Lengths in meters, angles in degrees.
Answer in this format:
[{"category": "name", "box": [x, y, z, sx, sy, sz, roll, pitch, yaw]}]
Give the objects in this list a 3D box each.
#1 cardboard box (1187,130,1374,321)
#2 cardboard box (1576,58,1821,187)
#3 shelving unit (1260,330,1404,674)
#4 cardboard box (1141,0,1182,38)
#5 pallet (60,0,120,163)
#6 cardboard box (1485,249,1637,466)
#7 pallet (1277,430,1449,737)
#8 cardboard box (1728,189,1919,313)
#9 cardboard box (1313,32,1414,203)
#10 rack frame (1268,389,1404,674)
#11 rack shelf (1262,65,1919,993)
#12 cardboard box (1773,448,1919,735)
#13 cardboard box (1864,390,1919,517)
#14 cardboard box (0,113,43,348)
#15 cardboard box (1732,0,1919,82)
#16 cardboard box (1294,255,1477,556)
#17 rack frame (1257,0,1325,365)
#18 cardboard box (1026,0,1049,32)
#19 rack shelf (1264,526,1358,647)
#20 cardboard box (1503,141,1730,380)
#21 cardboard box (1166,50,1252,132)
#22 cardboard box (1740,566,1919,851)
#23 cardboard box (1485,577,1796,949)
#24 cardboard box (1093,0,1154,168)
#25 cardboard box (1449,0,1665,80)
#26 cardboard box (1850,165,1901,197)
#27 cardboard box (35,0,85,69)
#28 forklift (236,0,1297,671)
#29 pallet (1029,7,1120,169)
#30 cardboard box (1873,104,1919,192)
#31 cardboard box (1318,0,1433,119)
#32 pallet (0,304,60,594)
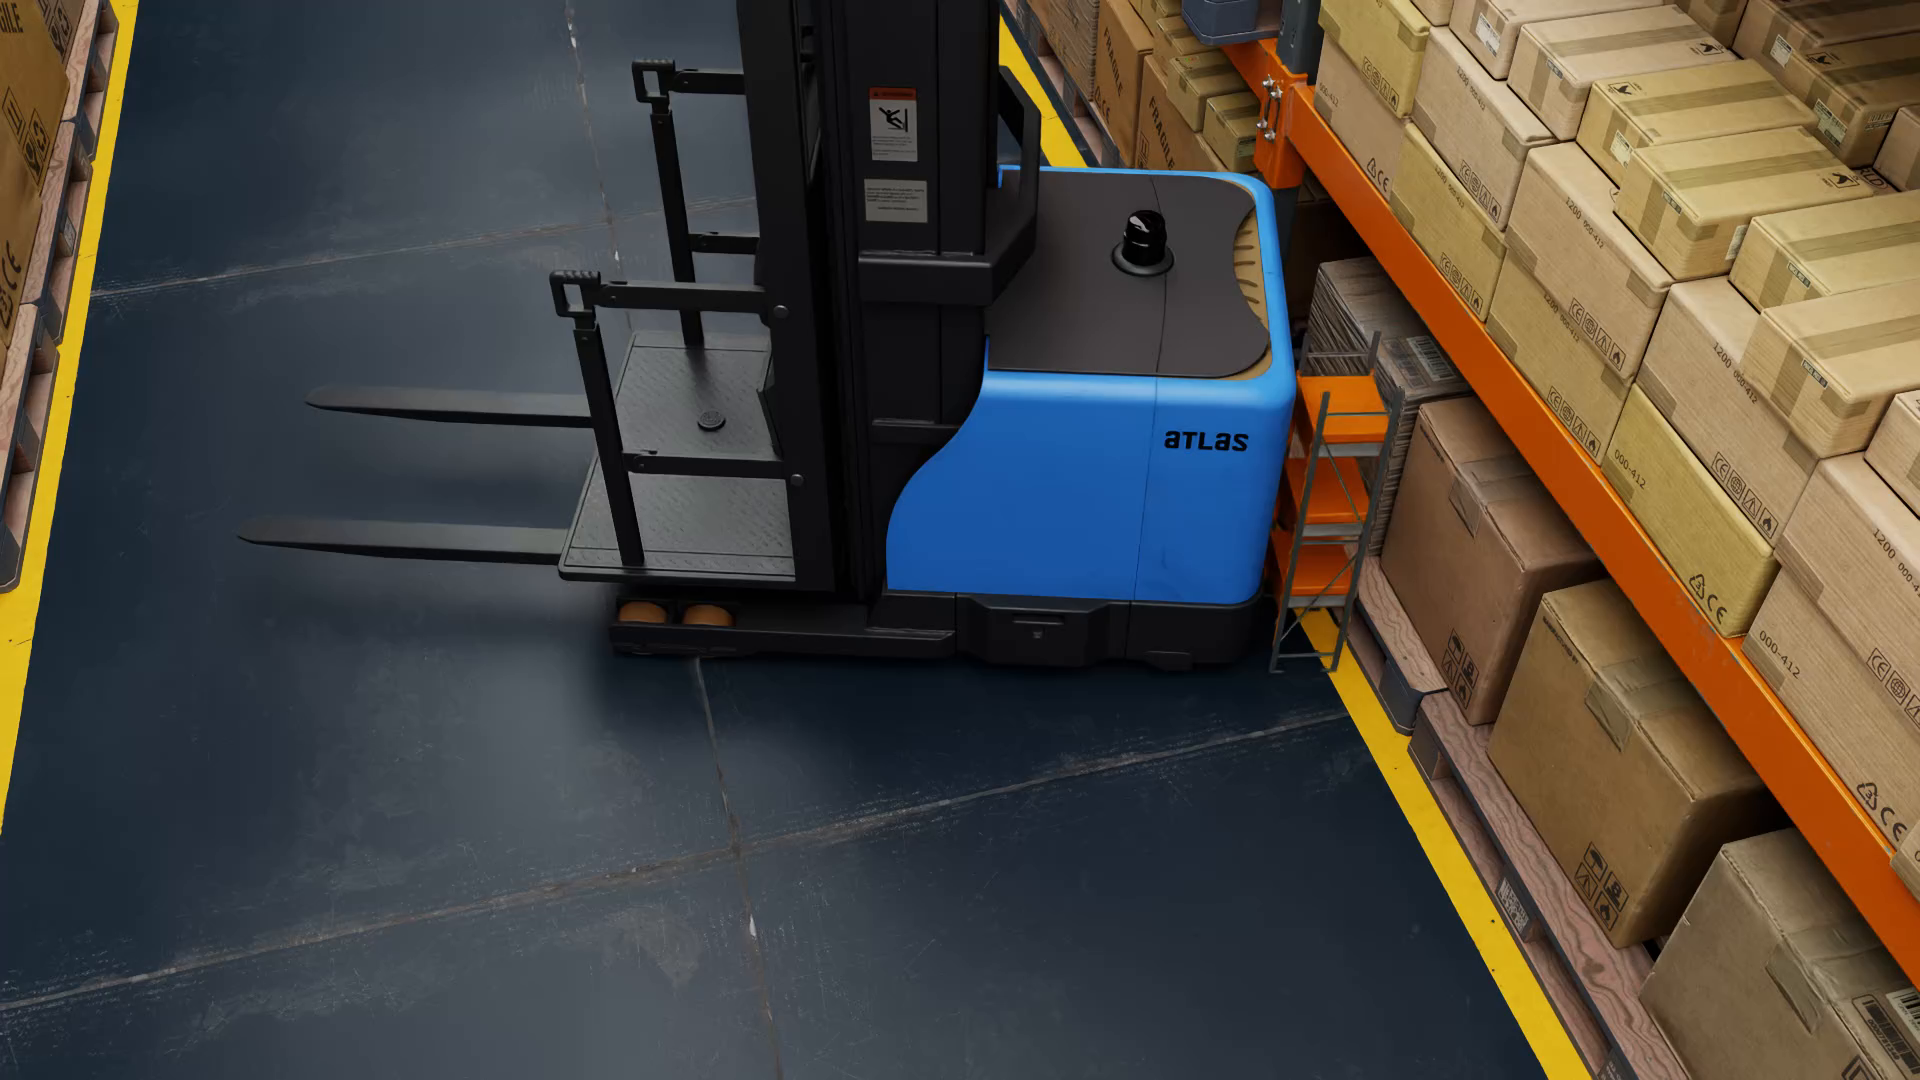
[{"category": "cardboard box", "box": [1.085, -1.094, 5.678, 0.500, 0.500, 0.500, -9, 46, -9]}, {"category": "cardboard box", "box": [1.530, -0.854, 3.463, 0.380, 0.149, 0.250, -10, 46, -10]}, {"category": "shelving unit", "box": [0.996, -0.077, 4.583, 0.215, 1.050, 0.252, -2, 44, -2]}, {"category": "cardboard box", "box": [0.882, -1.926, 6.039, 0.380, 0.149, 0.250, -9, 46, -9]}, {"category": "pallet", "box": [-4.150, -1.926, 6.989, 1.003, 0.211, 1.213, -11, 47, -10]}, {"category": "cardboard box", "box": [1.541, -0.463, 3.708, 0.500, 0.250, 0.500, -12, 47, -12]}, {"category": "pallet", "box": [1.574, -0.017, 5.119, 1.003, 0.211, 1.213, -11, 47, -10]}, {"category": "cardboard box", "box": [1.699, -0.506, 3.122, 0.380, 0.149, 0.250, -11, 47, -10]}, {"category": "cardboard box", "box": [1.278, -1.165, 4.397, 0.500, 0.250, 0.500, -11, 47, -10]}, {"category": "rack frame", "box": [1.001, 0.008, 4.496, 0.200, 1.050, 0.008, -2, 44, -2]}, {"category": "rack shelf", "box": [1.913, 0.064, 3.591, 1.077, 0.370, 4.000, -11, 47, -10]}, {"category": "cardboard box", "box": [1.788, 0.070, 2.836, 0.500, 0.250, 0.500, -10, 46, -10]}, {"category": "cardboard box", "box": [1.767, -0.141, 2.764, 0.380, 0.149, 0.250, -10, 46, -10]}, {"category": "cardboard box", "box": [-3.717, -1.171, 5.491, 0.875, 0.875, 0.875, -10, 46, -10]}, {"category": "cardboard box", "box": [1.993, -1.137, 3.739, 0.380, 0.149, 0.250, -12, 47, -11]}, {"category": "cardboard box", "box": [1.548, -0.452, 4.961, 0.875, 0.625, 0.625, -9, 46, -9]}, {"category": "rack frame", "box": [1.401, -1.569, 4.687, 1.000, 3.000, 0.127, -11, 47, -10]}, {"category": "cardboard box", "box": [0.553, -2.516, 7.072, 0.500, 0.500, 0.500, -12, 47, -11]}, {"category": "rack shelf", "box": [0.996, 0.130, 4.784, 0.215, 0.259, 0.240, -2, 44, -2]}, {"category": "cardboard box", "box": [1.522, -0.630, 3.522, 0.500, 0.250, 0.500, -12, 47, -11]}, {"category": "cardboard box", "box": [0.930, -1.546, 5.666, 0.380, 0.149, 0.250, -13, 47, -12]}, {"category": "cardboard box", "box": [1.812, 0.251, 3.009, 0.500, 0.250, 0.500, -10, 47, -10]}, {"category": "cardboard box", "box": [1.895, 0.463, 4.065, 0.875, 0.625, 0.625, -12, 47, -12]}, {"category": "cardboard box", "box": [0.830, -1.802, 6.372, 0.500, 0.500, 0.500, -9, 46, -9]}, {"category": "cardboard box", "box": [1.358, -1.200, 3.802, 0.380, 0.149, 0.250, -10, 46, -9]}, {"category": "cardboard box", "box": [2.043, -0.733, 3.623, 0.500, 0.250, 0.500, -11, 47, -11]}, {"category": "cardboard box", "box": [-4.184, -2.410, 6.706, 0.875, 0.875, 0.875, -9, 46, -9]}, {"category": "forklift", "box": [-0.625, -1.053, 4.230, 3.031, 2.935, 1.130, 2, 46, 2]}, {"category": "pallet", "box": [0.938, -1.956, 7.019, 1.003, 0.211, 1.213, -11, 47, -10]}, {"category": "cardboard box", "box": [2.129, -0.785, 3.395, 0.380, 0.149, 0.250, -11, 47, -11]}, {"category": "cardboard box", "box": [1.254, -1.336, 4.214, 0.500, 0.250, 0.500, -11, 47, -10]}, {"category": "pallet", "box": [-3.525, -0.241, 5.338, 1.003, 0.211, 1.213, -11, 47, -10]}]
